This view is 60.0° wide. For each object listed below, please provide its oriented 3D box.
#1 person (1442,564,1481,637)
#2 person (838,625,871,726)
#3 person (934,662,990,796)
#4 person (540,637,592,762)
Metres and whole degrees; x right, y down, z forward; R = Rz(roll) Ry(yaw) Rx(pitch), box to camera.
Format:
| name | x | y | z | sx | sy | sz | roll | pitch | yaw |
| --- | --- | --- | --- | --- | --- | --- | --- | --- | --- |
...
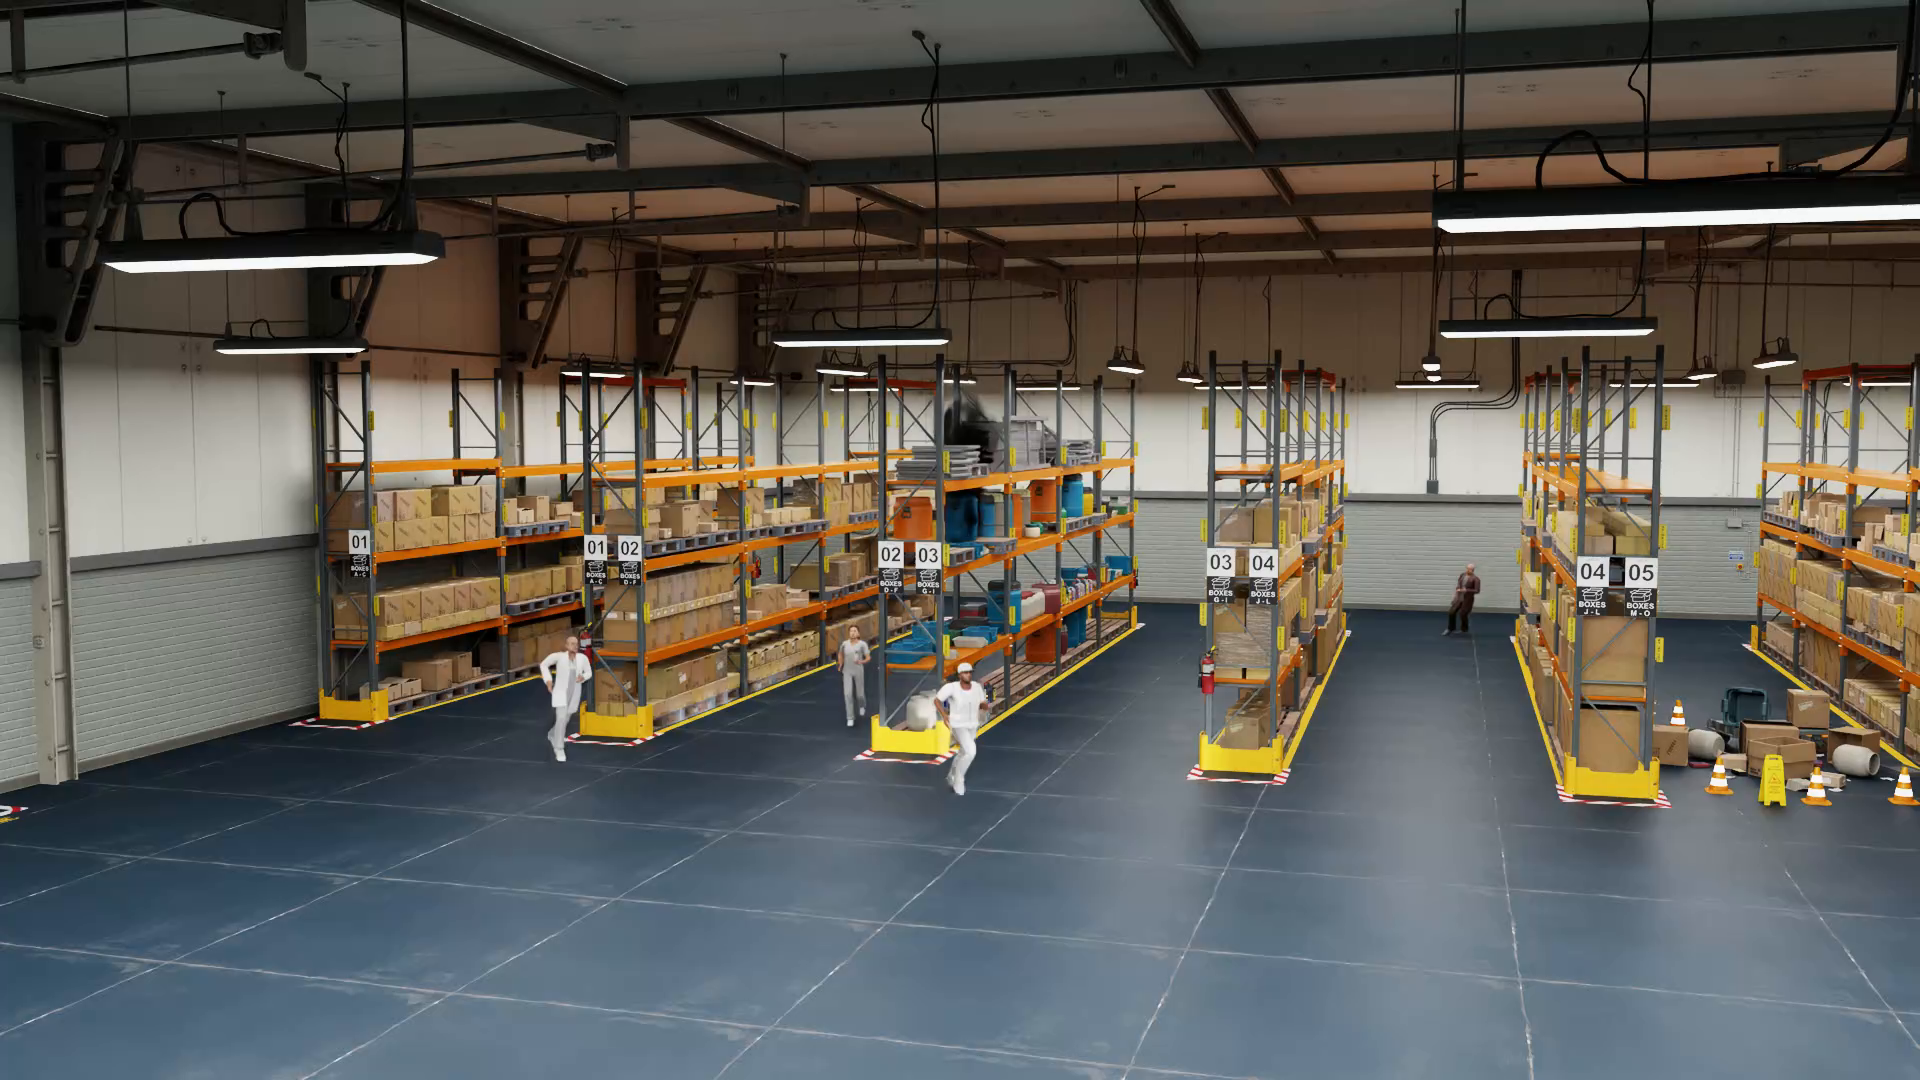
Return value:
| name | x | y | z | sx | sy | sz | roll | pitch | yaw |
| --- | --- | --- | --- | --- | --- | --- | --- | --- | --- |
| person | 11.683 | 1.397 | 38.526 | 0.768 | 1.726 | 0.863 | -4 | 5 | -41 |
| person | -1.757 | 2.221 | 27.493 | 0.577 | 1.626 | 0.859 | 0 | 4 | 7 |
| person | 0.080 | 2.541 | 22.386 | 0.663 | 1.803 | 0.722 | -3 | 5 | -38 |
| person | -5.890 | 2.351 | 24.984 | 0.732 | 1.813 | 0.973 | -3 | 5 | -35 |
